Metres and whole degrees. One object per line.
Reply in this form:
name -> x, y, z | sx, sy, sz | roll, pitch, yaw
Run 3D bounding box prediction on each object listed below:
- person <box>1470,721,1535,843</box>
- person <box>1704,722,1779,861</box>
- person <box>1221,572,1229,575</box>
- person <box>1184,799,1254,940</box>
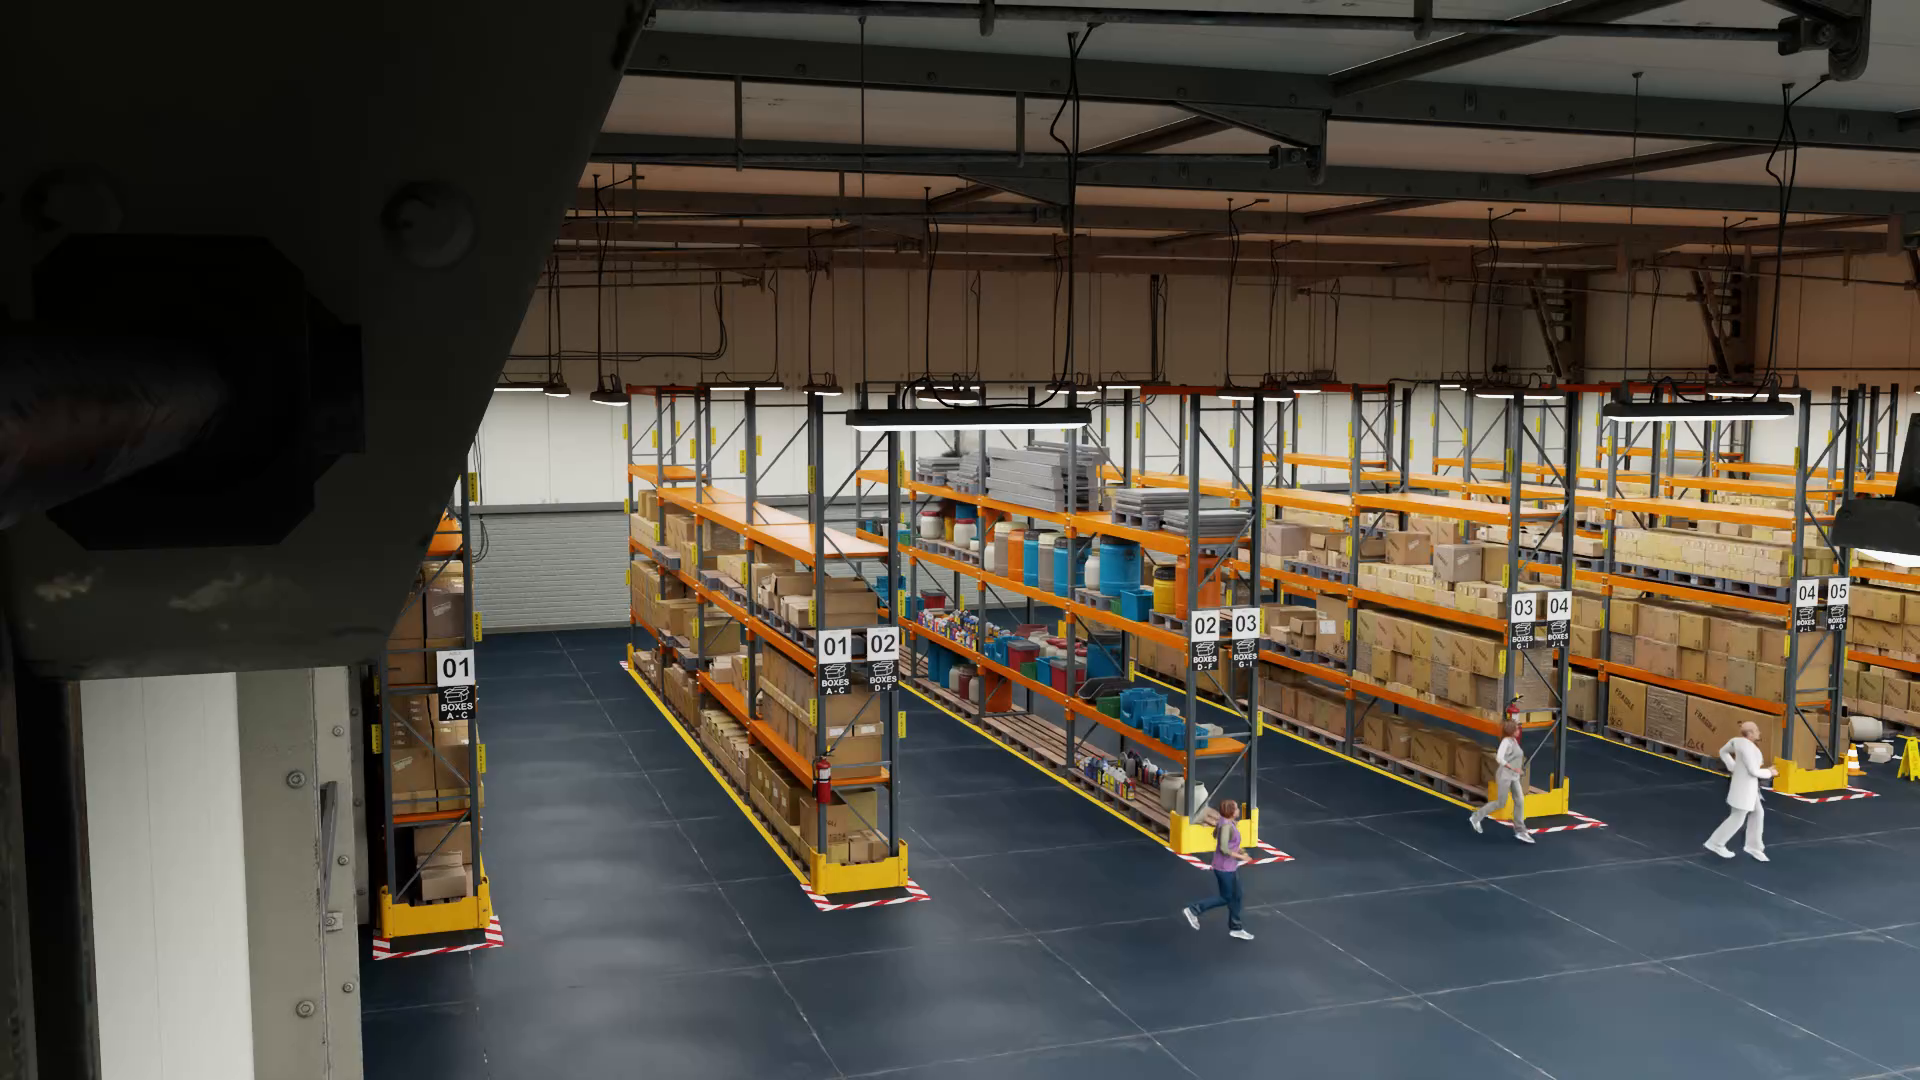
person -> 7.409, 3.224, 22.443 | 0.876, 1.568, 0.605 | 5, 8, 40
person -> 10.063, 3.250, 21.409 | 0.850, 1.863, 0.738 | 2, 6, 16
person -> 6.083, 1.526, 39.026 | 0.700, 1.597, 0.512 | 0, 6, 4
person -> 2.892, 3.652, 18.488 | 0.782, 1.594, 0.547 | 1, 6, 8
